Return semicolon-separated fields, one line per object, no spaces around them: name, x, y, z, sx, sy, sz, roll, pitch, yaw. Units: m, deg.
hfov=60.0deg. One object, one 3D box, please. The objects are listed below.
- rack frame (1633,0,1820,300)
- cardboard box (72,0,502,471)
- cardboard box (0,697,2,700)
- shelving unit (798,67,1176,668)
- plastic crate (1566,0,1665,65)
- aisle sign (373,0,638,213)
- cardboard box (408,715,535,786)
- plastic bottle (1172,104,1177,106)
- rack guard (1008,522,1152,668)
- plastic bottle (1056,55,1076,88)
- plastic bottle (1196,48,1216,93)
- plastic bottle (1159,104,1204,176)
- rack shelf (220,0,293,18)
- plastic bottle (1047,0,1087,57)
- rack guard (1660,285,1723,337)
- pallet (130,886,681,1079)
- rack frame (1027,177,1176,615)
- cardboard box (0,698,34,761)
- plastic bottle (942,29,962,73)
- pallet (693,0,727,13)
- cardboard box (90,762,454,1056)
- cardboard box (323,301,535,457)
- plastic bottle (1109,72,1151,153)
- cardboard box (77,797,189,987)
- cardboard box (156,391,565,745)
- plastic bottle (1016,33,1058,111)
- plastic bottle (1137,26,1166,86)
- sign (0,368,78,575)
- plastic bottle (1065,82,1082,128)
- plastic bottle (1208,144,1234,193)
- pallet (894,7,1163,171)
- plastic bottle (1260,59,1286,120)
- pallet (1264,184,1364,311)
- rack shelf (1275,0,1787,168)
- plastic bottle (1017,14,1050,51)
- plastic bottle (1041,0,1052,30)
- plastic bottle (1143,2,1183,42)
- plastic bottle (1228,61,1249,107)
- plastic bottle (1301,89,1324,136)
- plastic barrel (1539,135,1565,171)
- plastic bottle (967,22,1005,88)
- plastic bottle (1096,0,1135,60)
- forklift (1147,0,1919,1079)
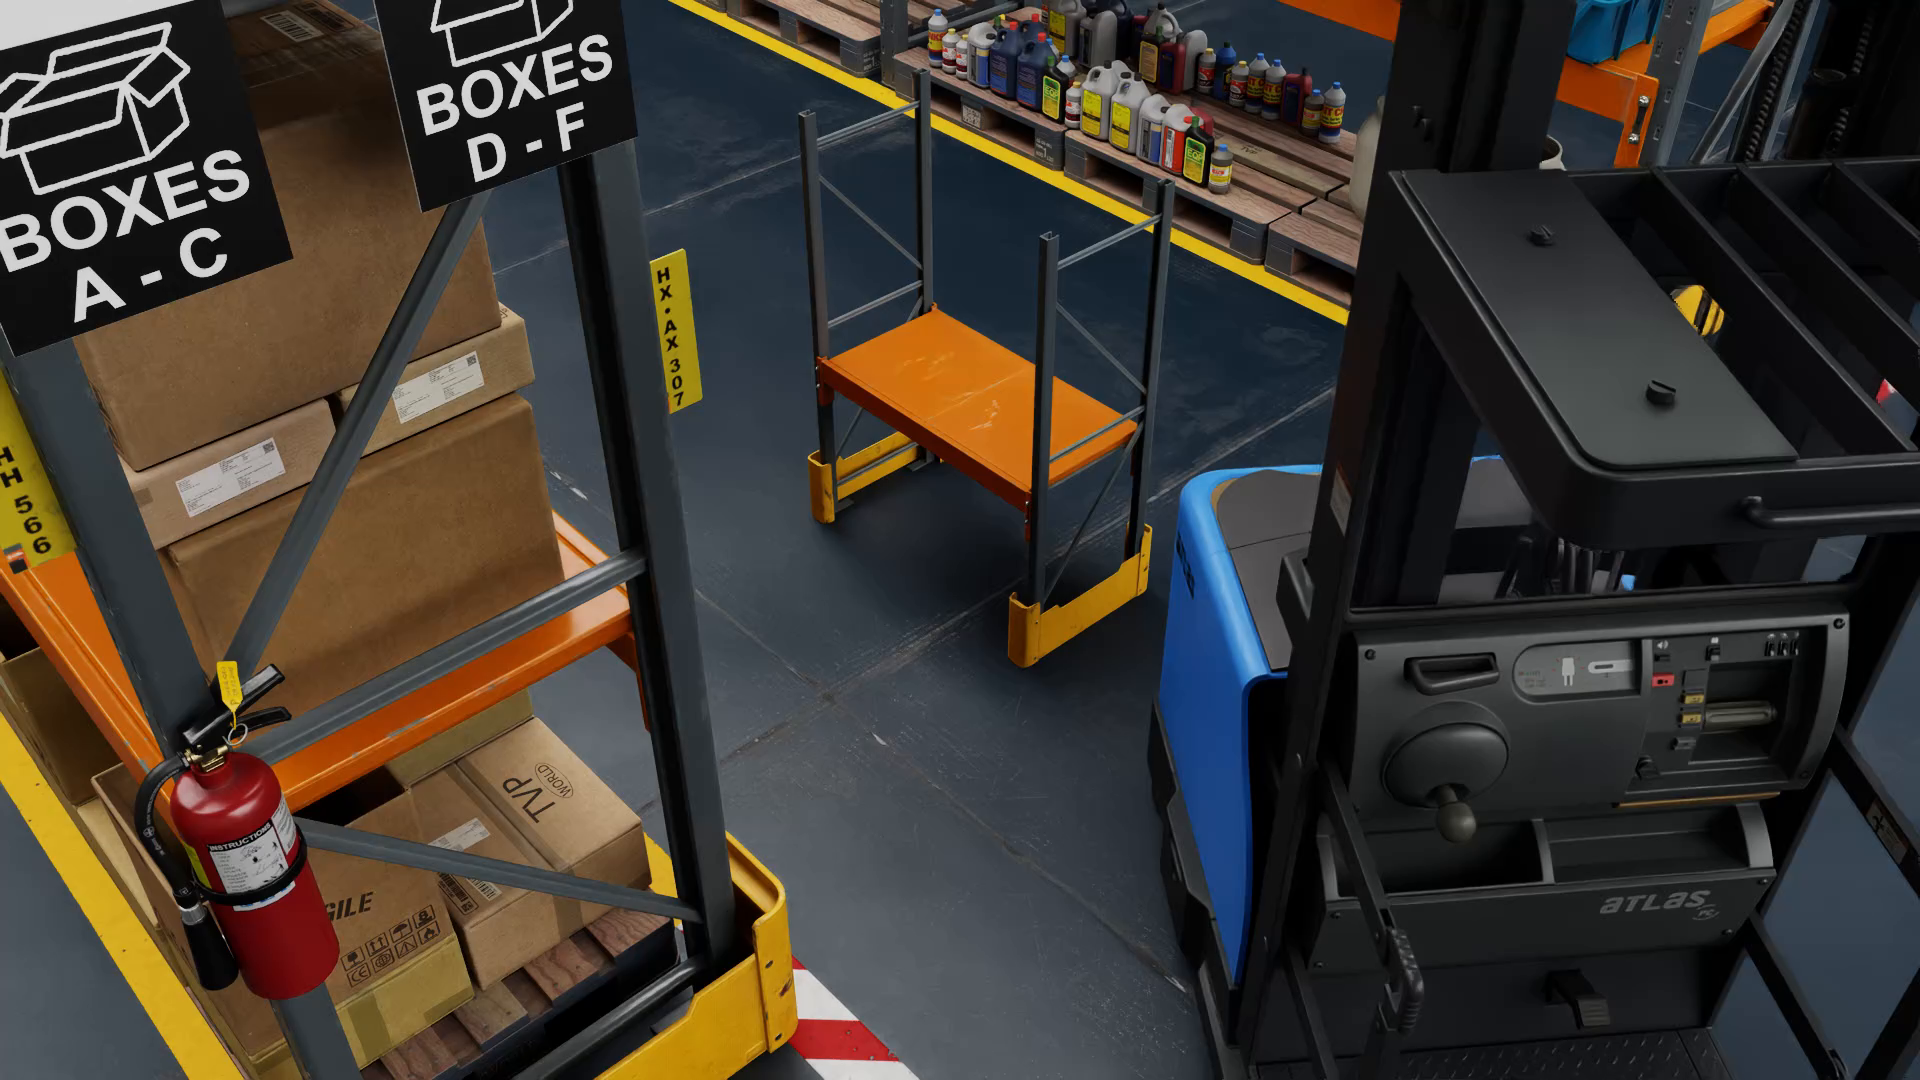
rack frame;2.704;-1.881;5.692;1.000;3.000;0.127;-30;48;-32
cardboard box;-1.289;-0.568;2.953;0.700;0.500;0.500;-30;48;-32
cardboard box;-2.553;0.026;4.587;0.500;0.500;0.500;-30;48;-32
shelving unit;0.052;-0.548;5.235;0.587;1.500;1.083;-30;48;-32
plastic crate;2.145;-1.928;5.868;0.499;0.251;0.616;-30;48;-32
aisle sign;-0.677;-0.889;2.395;0.394;0.787;0.004;-30;48;-32
cardboard box;-1.487;0.556;4.529;0.500;0.250;0.500;-30;48;-32
plastic bottle;0.974;-1.882;7.569;0.097;0.201;0.097;0;39;0
rack guard;0.388;0.169;5.342;0.587;0.250;0.087;-30;48;-32
plastic bottle;0.494;-2.153;7.849;0.097;0.271;0.097;0;39;0
plastic bottle;1.202;-2.281;8.064;0.097;0.201;0.097;0;39;0
plastic bottle;0.989;-1.785;7.390;0.152;0.276;0.135;-30;47;-31
rack shelf;-2.300;-1.591;3.517;1.077;0.370;4.000;-30;48;-32
plastic bottle;0.540;-2.636;8.385;0.144;0.351;0.185;-30;48;-32
rack guard;2.618;-0.924;6.496;1.175;0.500;0.348;-30;48;-32
pallet;-1.495;0.971;4.380;1.003;0.211;1.213;-30;48;-32
rack frame;0.402;-0.309;4.939;0.500;1.500;0.032;-30;48;-32
cardboard box;-2.551;0.317;4.825;0.500;0.250;0.500;-30;48;-32
plastic bottle;-0.040;-2.434;8.254;0.097;0.201;0.097;0;39;0
pallet;-1.391;-3.559;9.989;1.003;0.211;1.213;-30;48;-32
cardboard box;-1.529;0.715;3.735;0.500;0.500;0.500;-30;48;-32
cardboard box;-1.054;-0.342;3.191;0.380;0.149;0.250;-30;48;-32
plastic bottle;0.780;-1.953;7.539;0.144;0.351;0.185;-28;47;-30
cardboard box;-1.875;0.779;4.252;0.500;0.250;0.500;-30;48;-32
cardboard box;-1.254;-0.038;3.331;0.700;0.500;0.500;-30;48;-32
plastic bottle;0.366;-2.236;7.889;0.185;0.351;0.144;32;49;33
plastic bottle;0.937;-2.378;8.118;0.061;0.283;0.133;-30;48;-32
sign;-1.356;-0.096;2.372;0.100;0.325;0.005;-30;48;-32
plastic bottle;0.541;-2.037;7.762;0.097;0.201;0.097;0;39;0
plastic bottle;1.139;-1.627;7.255;0.097;0.201;0.097;0;39;0
pallet;0.422;-2.319;8.453;1.003;0.211;1.213;-30;48;-32
plastic bottle;1.475;-2.121;7.810;0.097;0.271;0.097;0;39;0
pallet;2.072;-1.190;7.055;1.003;0.211;1.213;-30;48;-32
rack shelf;1.351;-2.527;7.064;1.077;0.370;4.000;-30;48;-32
plastic bottle;0.345;-2.384;8.073;0.144;0.351;0.185;-30;48;-32
plastic bottle;0.473;-2.780;8.681;0.097;0.201;0.097;0;39;0
plastic bottle;0.995;-2.459;8.166;0.144;0.351;0.185;-30;48;-32
plastic bottle;1.341;-2.186;7.946;0.097;0.201;0.097;0;39;0
plastic bottle;1.637;-1.983;7.695;0.097;0.201;0.097;0;39;0
plastic barrel;2.202;-1.349;6.679;0.421;0.512;0.421;0;39;0
plastic bottle;0.130;-2.372;8.118;0.152;0.276;0.135;-28;47;-30
plastic bottle;0.776;-2.609;8.351;0.185;0.351;0.144;32;49;33
forklift;1.202;0.410;2.910;1.130;2.935;3.031;-3;39;-4
